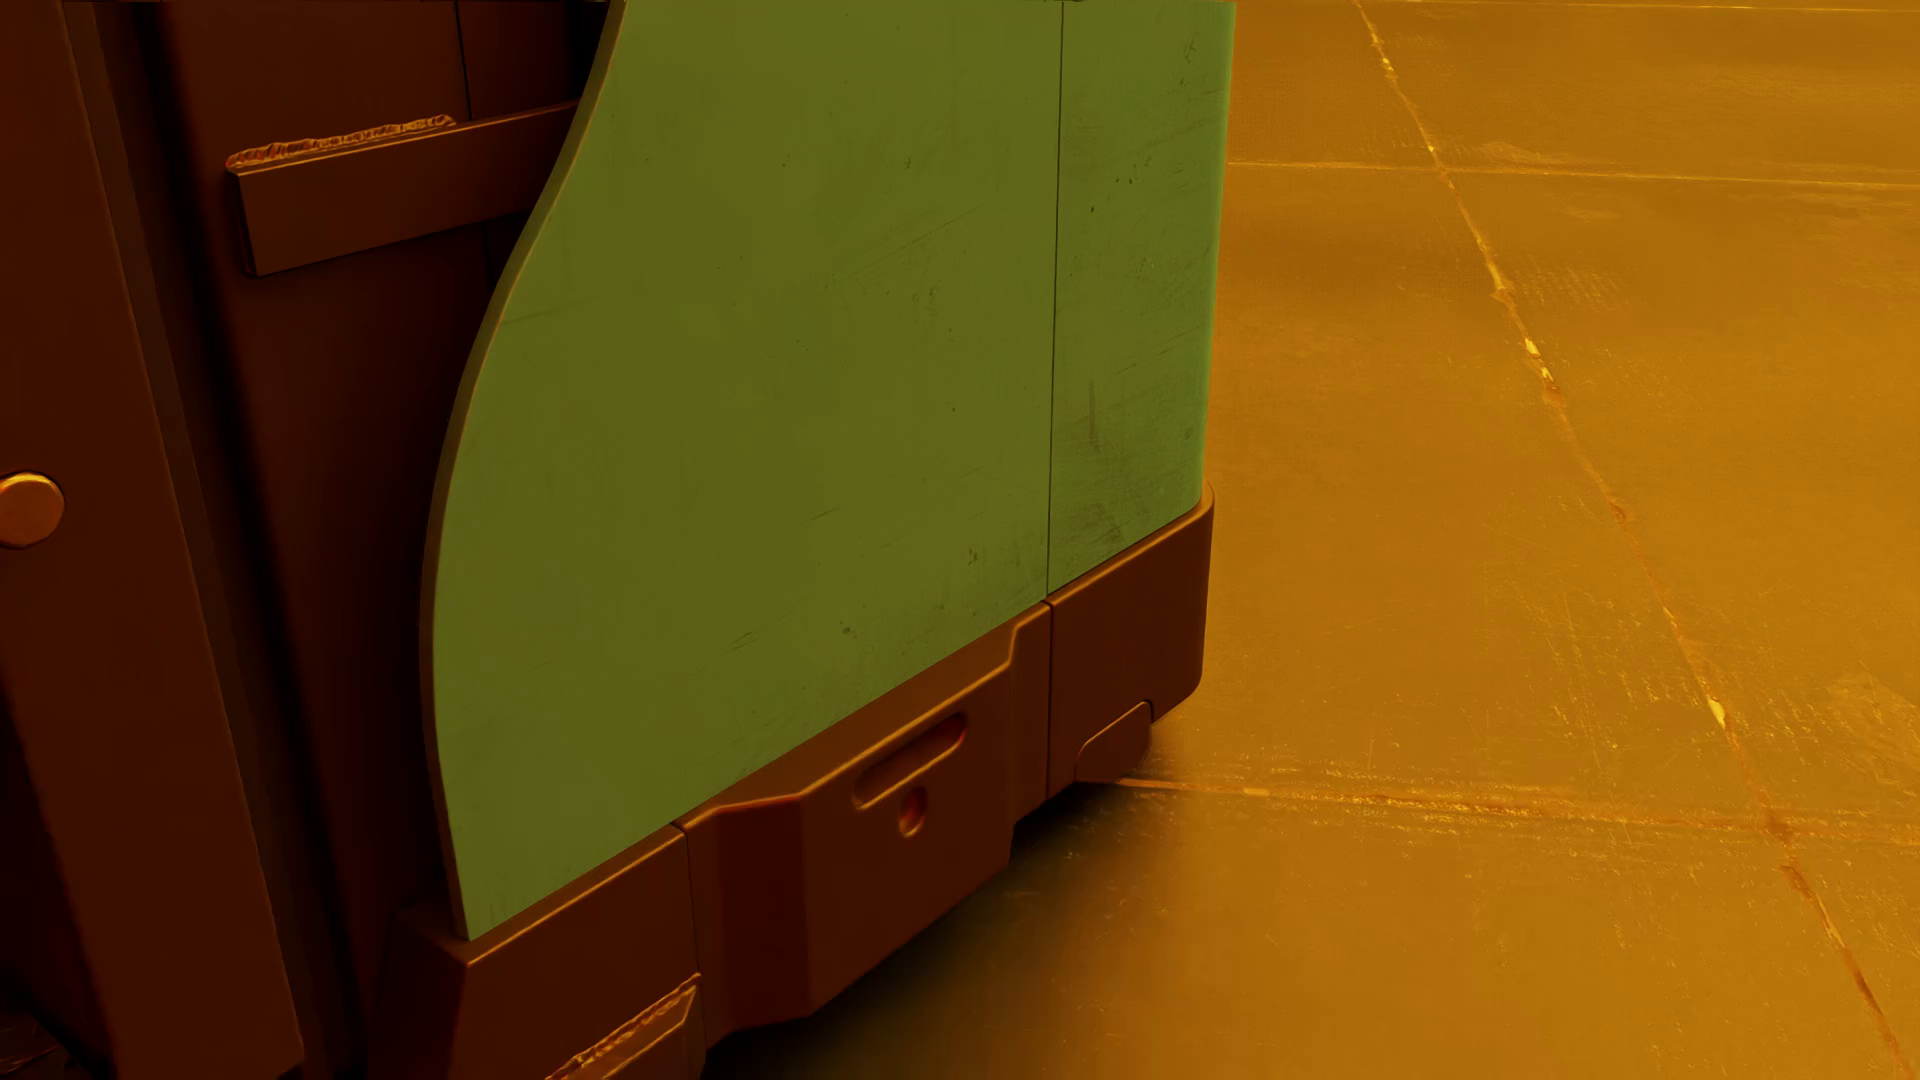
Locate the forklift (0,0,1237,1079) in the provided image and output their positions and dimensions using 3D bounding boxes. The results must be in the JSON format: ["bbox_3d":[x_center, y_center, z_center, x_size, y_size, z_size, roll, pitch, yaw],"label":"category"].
[{"bbox_3d":[-1.041,-0.731,0.682,1.130,2.935,3.031,21,33,35],"label":"forklift"}]
